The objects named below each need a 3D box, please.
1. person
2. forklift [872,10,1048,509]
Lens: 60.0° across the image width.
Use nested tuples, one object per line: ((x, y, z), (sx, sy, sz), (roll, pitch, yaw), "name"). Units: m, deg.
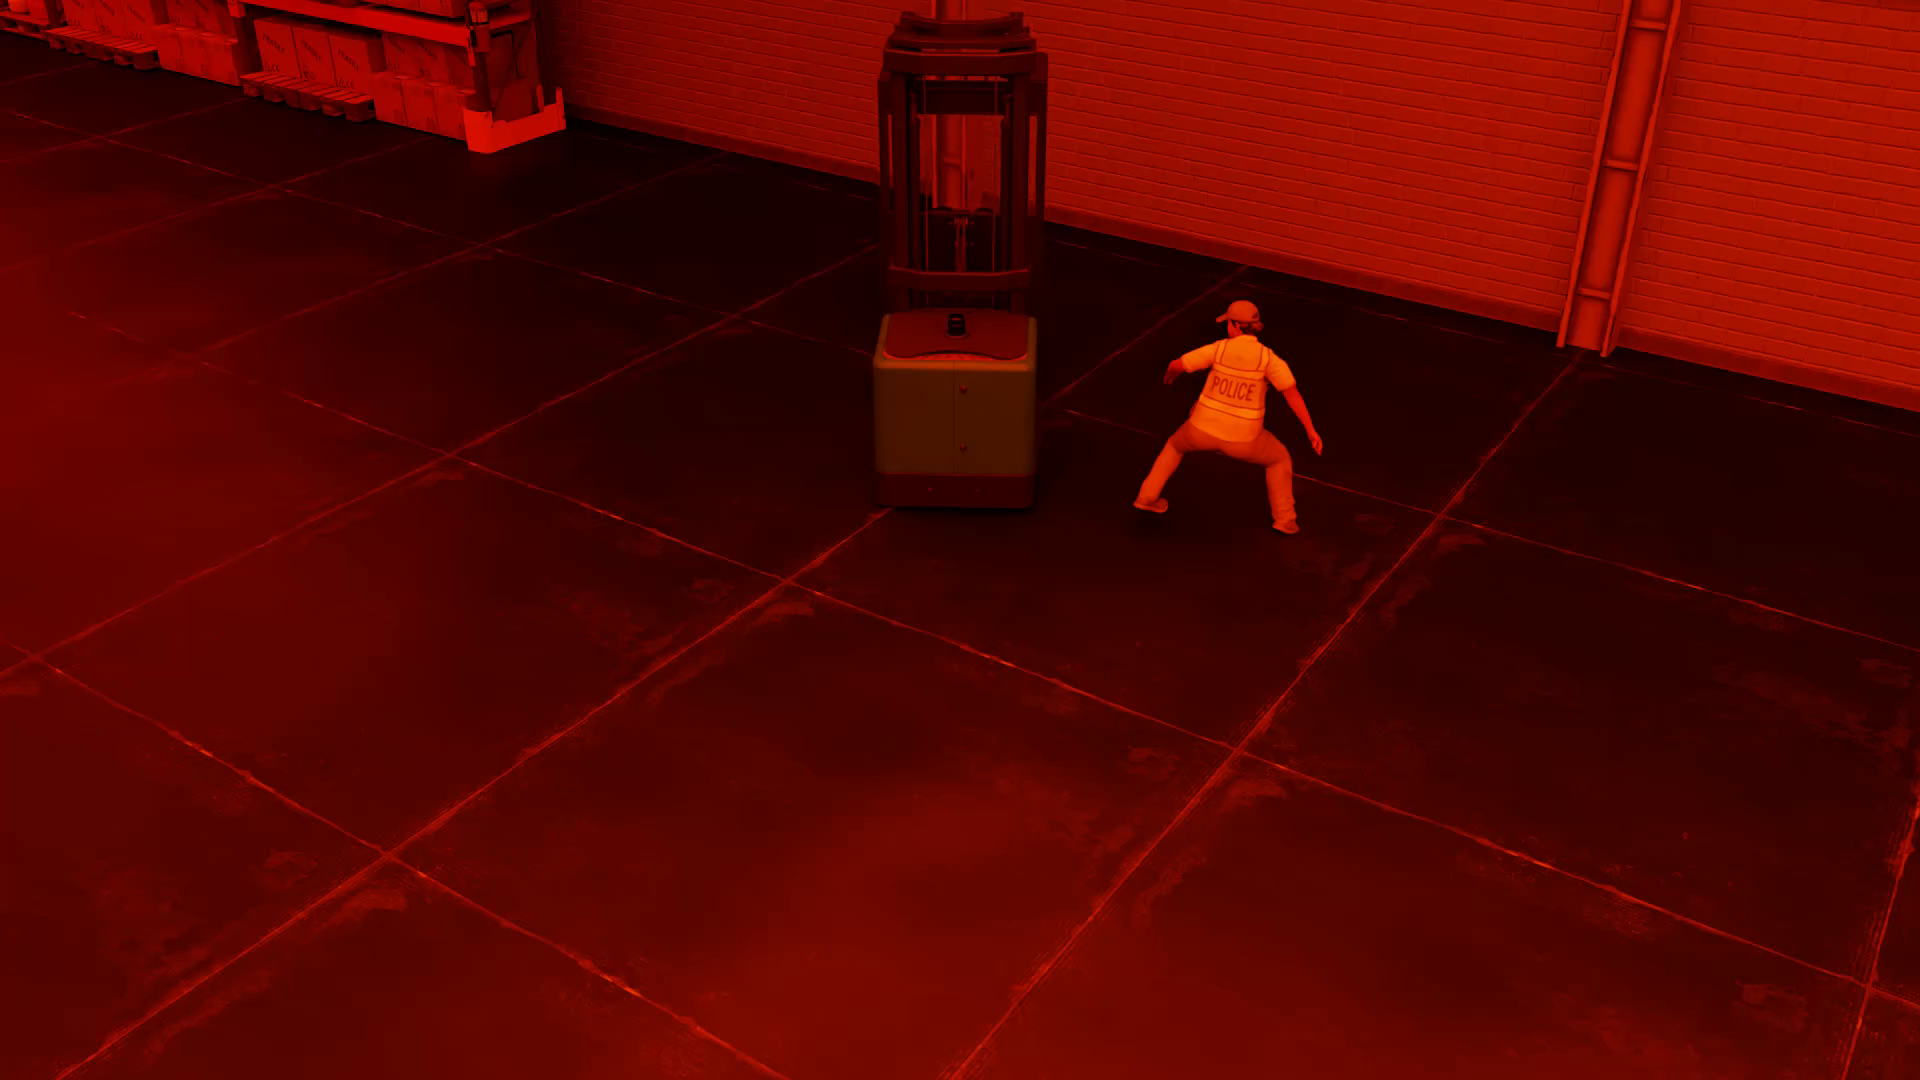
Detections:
((1.703, -0.691, 10.283), (1.128, 1.591, 0.519), (12, 32, 19), "person")
((0.029, -2.175, 11.327), (1.130, 2.935, 3.031), (1, 30, 2), "forklift")
